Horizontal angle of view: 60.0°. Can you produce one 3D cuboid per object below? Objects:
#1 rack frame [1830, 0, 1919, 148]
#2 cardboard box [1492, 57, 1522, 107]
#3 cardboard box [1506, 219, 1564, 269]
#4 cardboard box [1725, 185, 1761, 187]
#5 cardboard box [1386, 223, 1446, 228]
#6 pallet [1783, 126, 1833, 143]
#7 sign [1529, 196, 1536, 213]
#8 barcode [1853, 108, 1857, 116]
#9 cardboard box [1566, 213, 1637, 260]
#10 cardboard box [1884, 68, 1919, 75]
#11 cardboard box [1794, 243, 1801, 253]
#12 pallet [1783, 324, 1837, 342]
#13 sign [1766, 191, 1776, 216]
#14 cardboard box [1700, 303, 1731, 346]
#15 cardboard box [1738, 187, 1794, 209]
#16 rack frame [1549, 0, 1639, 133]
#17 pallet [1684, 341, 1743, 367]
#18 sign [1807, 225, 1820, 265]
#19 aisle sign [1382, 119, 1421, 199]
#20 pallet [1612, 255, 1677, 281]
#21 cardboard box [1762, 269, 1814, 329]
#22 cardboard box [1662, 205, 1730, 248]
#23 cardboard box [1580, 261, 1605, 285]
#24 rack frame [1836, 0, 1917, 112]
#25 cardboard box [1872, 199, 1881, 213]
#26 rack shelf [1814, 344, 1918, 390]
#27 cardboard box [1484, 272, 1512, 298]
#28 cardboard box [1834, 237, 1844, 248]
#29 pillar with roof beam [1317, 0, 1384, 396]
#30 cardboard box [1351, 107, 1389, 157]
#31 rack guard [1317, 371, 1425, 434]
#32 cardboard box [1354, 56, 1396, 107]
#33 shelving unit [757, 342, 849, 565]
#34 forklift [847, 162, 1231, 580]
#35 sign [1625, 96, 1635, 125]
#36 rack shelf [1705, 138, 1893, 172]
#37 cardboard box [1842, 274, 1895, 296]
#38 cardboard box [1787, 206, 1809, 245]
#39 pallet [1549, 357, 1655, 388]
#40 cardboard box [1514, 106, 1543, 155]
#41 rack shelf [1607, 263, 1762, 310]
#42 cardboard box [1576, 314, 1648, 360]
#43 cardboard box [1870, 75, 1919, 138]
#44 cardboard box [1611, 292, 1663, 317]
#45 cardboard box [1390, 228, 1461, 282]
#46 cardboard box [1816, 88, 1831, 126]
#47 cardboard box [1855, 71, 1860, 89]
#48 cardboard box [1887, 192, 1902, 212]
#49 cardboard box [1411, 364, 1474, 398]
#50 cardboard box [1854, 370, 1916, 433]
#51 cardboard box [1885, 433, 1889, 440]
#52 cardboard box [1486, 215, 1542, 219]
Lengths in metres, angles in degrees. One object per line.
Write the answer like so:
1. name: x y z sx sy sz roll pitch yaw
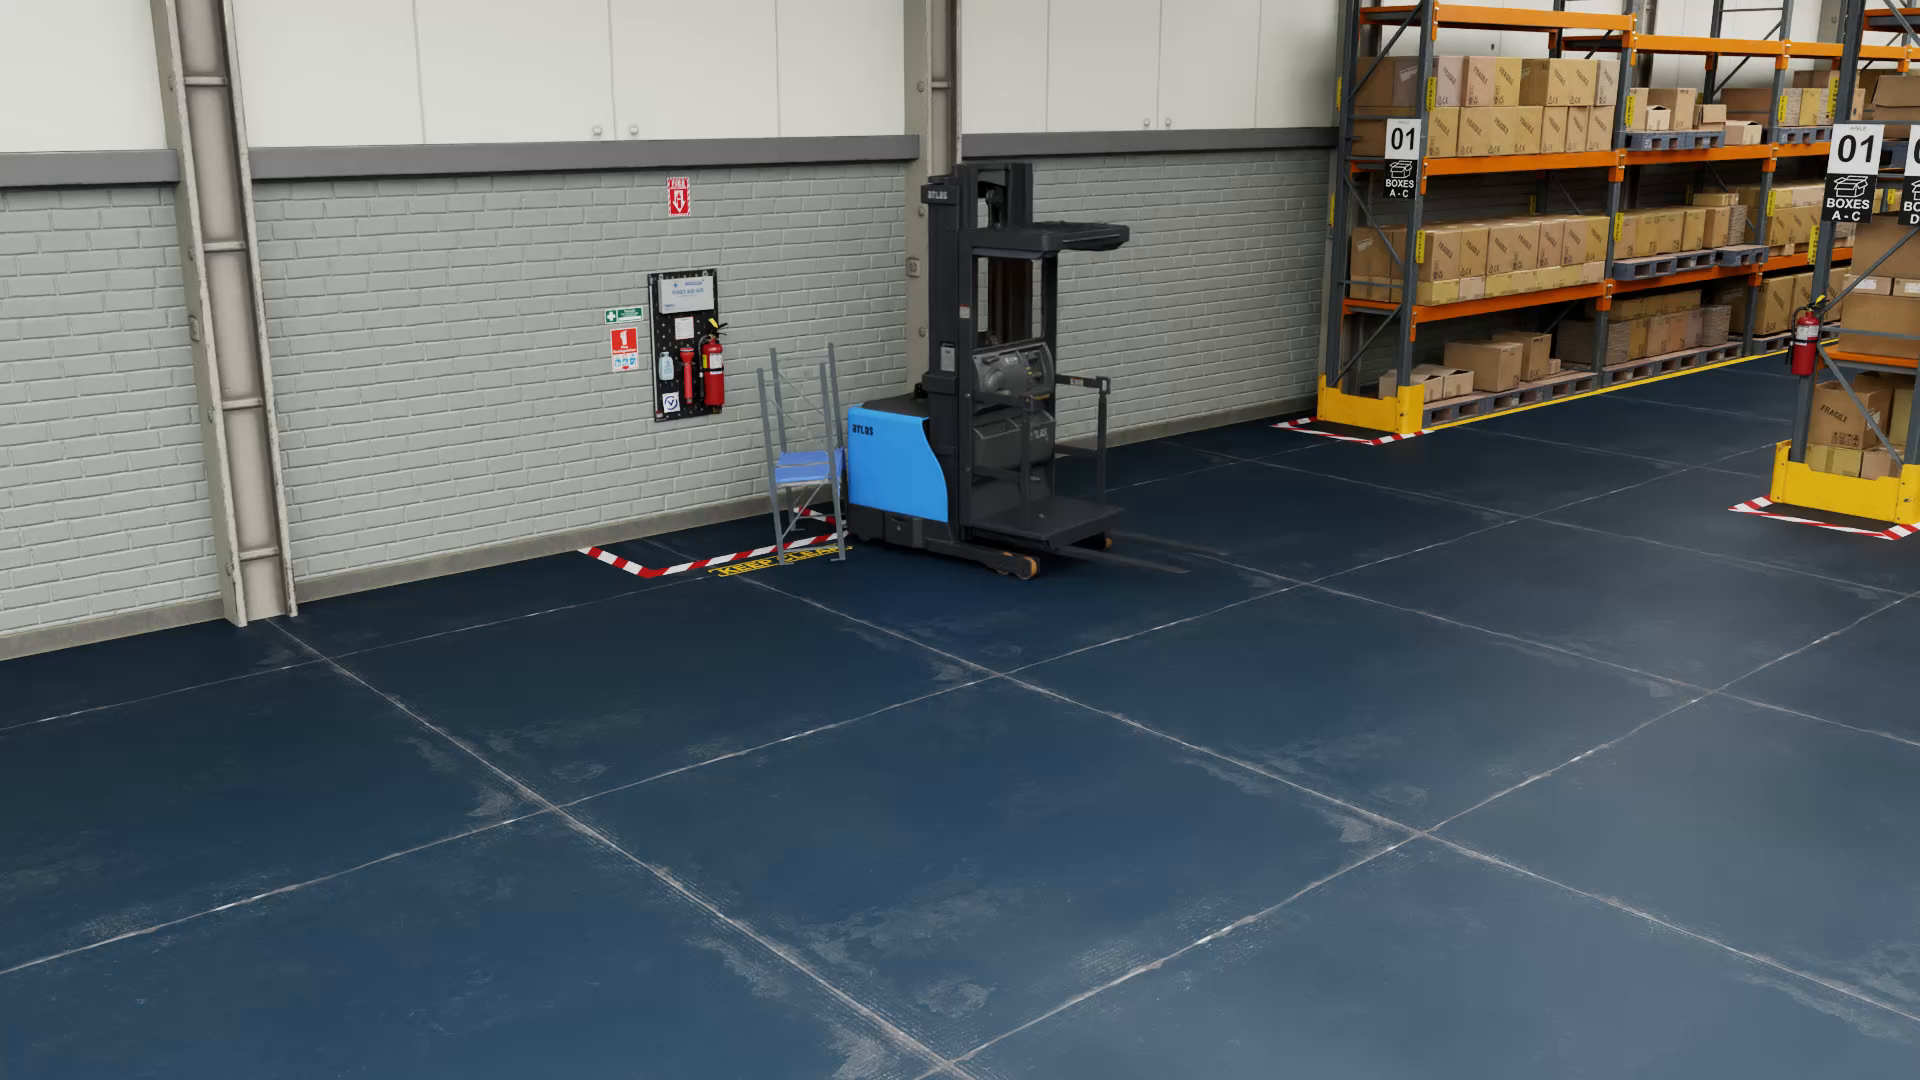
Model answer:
1. rack frame: 7.590 -4.613 13.083 0.127 3.000 1.000 -13 19 -39
2. cardboard box: 5.576 -4.851 17.616 0.500 0.500 0.500 -12 19 -38
3. cardboard box: 6.439 -3.347 18.765 0.500 0.500 0.500 -13 20 -41
4. cardboard box: 10.935 -4.812 23.191 0.500 0.250 0.500 -13 20 -41
5. cardboard box: 4.937 -3.183 18.152 0.500 0.500 0.500 -12 19 -39
6. pallet: 11.663 -5.701 23.335 1.213 0.211 1.003 -12 19 -37
7. sign: 6.986 -4.023 20.255 0.005 0.325 0.100 -13 19 -39
8. barcode: 7.501 -3.590 13.939 0.075 0.075 0.001 -13 19 -39
9. cardboard box: 7.759 -3.697 20.231 0.500 0.500 0.700 -13 19 -39
10. cardboard box: 14.110 -6.768 24.792 0.500 0.500 0.500 -13 20 -40
11. cardboard box: 11.521 -4.115 23.290 0.250 0.149 0.380 -12 19 -38
12. pallet: 11.934 -3.011 24.114 1.213 0.211 1.003 -13 19 -39
13. sign: 10.734 -4.451 22.011 0.005 0.325 0.100 -13 19 -39
14. cardboard box: 9.861 -2.907 22.310 0.500 0.500 0.700 -12 19 -39
15. cardboard box: 10.904 -4.629 22.507 0.500 0.250 0.500 -12 19 -38
16. rack frame: 7.353 -6.255 19.228 0.127 3.000 1.000 -13 19 -39
17. pallet: 9.780 -2.555 22.405 1.213 0.211 1.003 -13 19 -39
18. sign: 7.244 -2.497 14.082 0.005 0.325 0.100 -13 19 -39
19. aisle sign: 4.478 -3.864 16.866 0.004 0.787 0.394 -13 19 -39
20. pallet: 8.025 -3.365 20.406 1.213 0.211 1.003 -13 19 -39
21. cardboard box: 11.676 -3.444 23.684 0.750 0.750 0.750 -13 20 -40
22. cardboard box: 9.618 -4.113 21.790 0.700 0.500 0.500 14 20 42
23. cardboard box: 7.194 -3.154 19.498 0.500 0.250 0.500 -13 19 -39
24. rack frame: 13.388 -7.610 24.302 0.127 3.000 1.000 -13 19 -39
25. cardboard box: 13.205 -4.786 24.546 0.500 0.500 0.500 -13 20 -40
26. rack shelf: 9.099 -1.706 15.219 4.000 0.370 1.077 -13 19 -39
27. cardboard box: 5.682 -2.813 18.219 0.500 0.250 0.500 -13 20 -40
28. cardboard box: 12.530 -4.320 24.059 0.250 0.149 0.380 -13 19 -39
29. pillar with roof beam: 7.121 -5.026 14.628 0.400 9.000 9.100 -13 19 -39
30. cardboard box: 4.484 -4.306 17.512 0.500 0.500 0.500 -11 18 -35
31. rack guard: 4.392 -1.484 17.836 0.348 0.500 1.175 -13 19 -39
32. cardboard box: 4.489 -4.793 17.398 0.500 0.500 0.500 -12 19 -37
33. shelving unit: -1.183 -0.686 12.843 0.538 1.500 1.048 -5 15 0
34. forklift: 0.571 -1.281 12.364 3.031 2.935 1.130 12 19 37
35. sign: 7.715 -4.951 19.158 0.005 0.325 0.100 -13 19 -39
36. rack shelf: 11.879 -5.474 23.513 4.000 0.370 1.077 -13 19 -39
37. cardboard box: 7.753 -2.178 14.142 0.250 0.149 0.380 -13 20 -40
38. cardboard box: 11.306 -4.355 22.932 0.500 0.500 0.500 -12 19 -38
39. pallet: 7.939 -2.141 20.857 1.213 0.211 1.003 -13 19 -39
40. cardboard box: 5.959 -4.461 18.095 0.500 0.500 0.500 -11 19 -36
41. rack shelf: 8.861 -3.347 21.364 4.000 0.370 1.077 -13 19 -39
42. cardboard box: 8.254 -2.586 21.111 0.500 0.500 0.700 -13 20 -40
43. cardboard box: 8.026 -3.581 13.746 0.637 0.503 0.797 -11 18 -36
44. cardboard box: 8.617 -3.016 21.265 0.500 0.250 0.500 -13 20 -41
45. cardboard box: 4.893 -3.000 17.469 0.500 0.500 0.500 -13 19 -39
46. cardboard box: 11.854 -6.115 23.470 0.500 0.500 0.700 -13 20 -39
47. cardboard box: 12.638 -6.660 24.060 0.500 0.250 0.500 -11 18 -35
48. cardboard box: 13.808 -4.945 25.369 0.700 0.700 0.980 -12 19 -39
49. cardboard box: 5.346 -1.788 18.491 0.500 0.311 0.500 -11 18 -35
50. cardboard box: 8.544 -1.273 15.263 0.500 0.500 0.500 -13 19 -39
51. cardboard box: 8.170 -0.825 15.040 0.500 0.250 0.500 -13 19 -39
52. cardboard box: 6.468 -3.530 19.451 0.500 0.500 0.500 -13 20 -40
